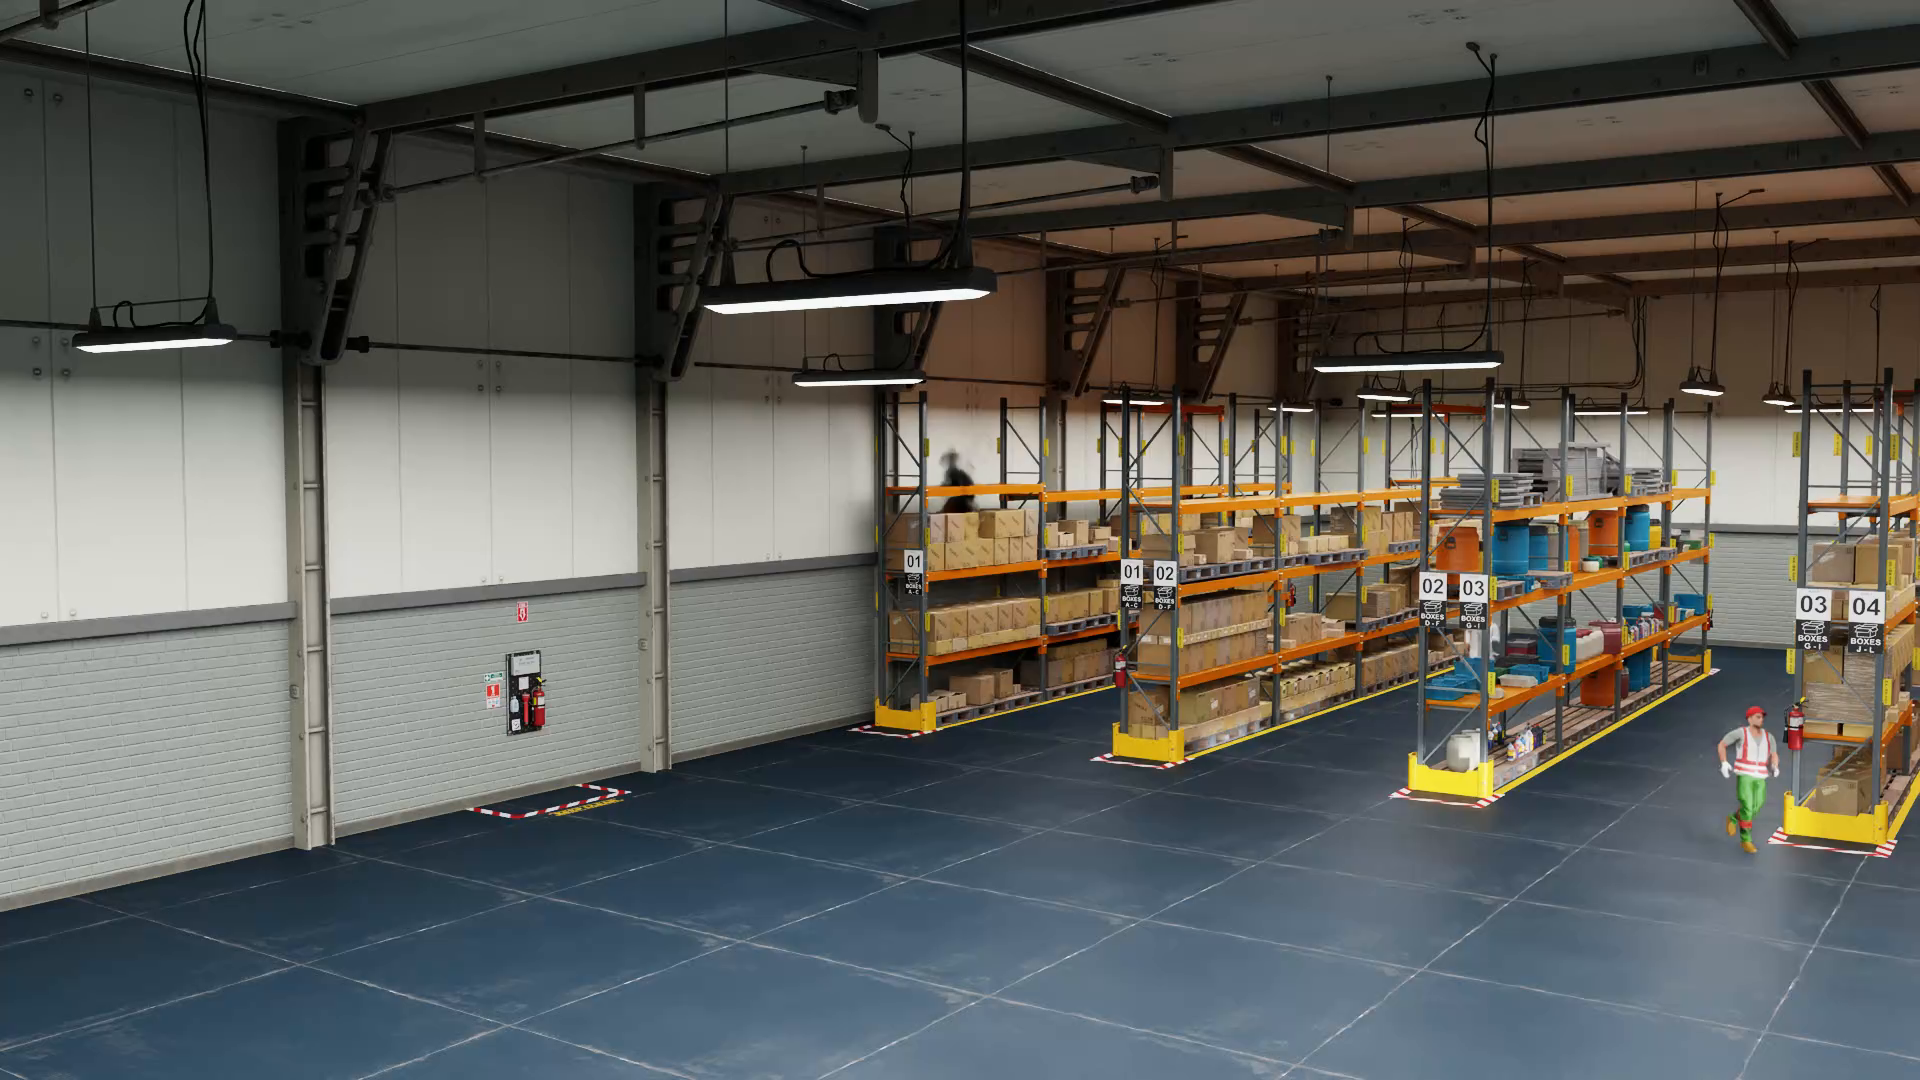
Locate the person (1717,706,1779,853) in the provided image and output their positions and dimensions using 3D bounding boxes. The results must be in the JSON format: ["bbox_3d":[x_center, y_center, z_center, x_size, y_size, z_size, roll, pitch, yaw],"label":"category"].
[{"bbox_3d":[9.924,2.976,20.868,0.722,1.762,0.773,0,3,-1],"label":"person"}]

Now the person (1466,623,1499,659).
[{"bbox_3d":[10.360,2.281,33.005,0.666,1.847,0.937,1,3,22],"label":"person"}]
